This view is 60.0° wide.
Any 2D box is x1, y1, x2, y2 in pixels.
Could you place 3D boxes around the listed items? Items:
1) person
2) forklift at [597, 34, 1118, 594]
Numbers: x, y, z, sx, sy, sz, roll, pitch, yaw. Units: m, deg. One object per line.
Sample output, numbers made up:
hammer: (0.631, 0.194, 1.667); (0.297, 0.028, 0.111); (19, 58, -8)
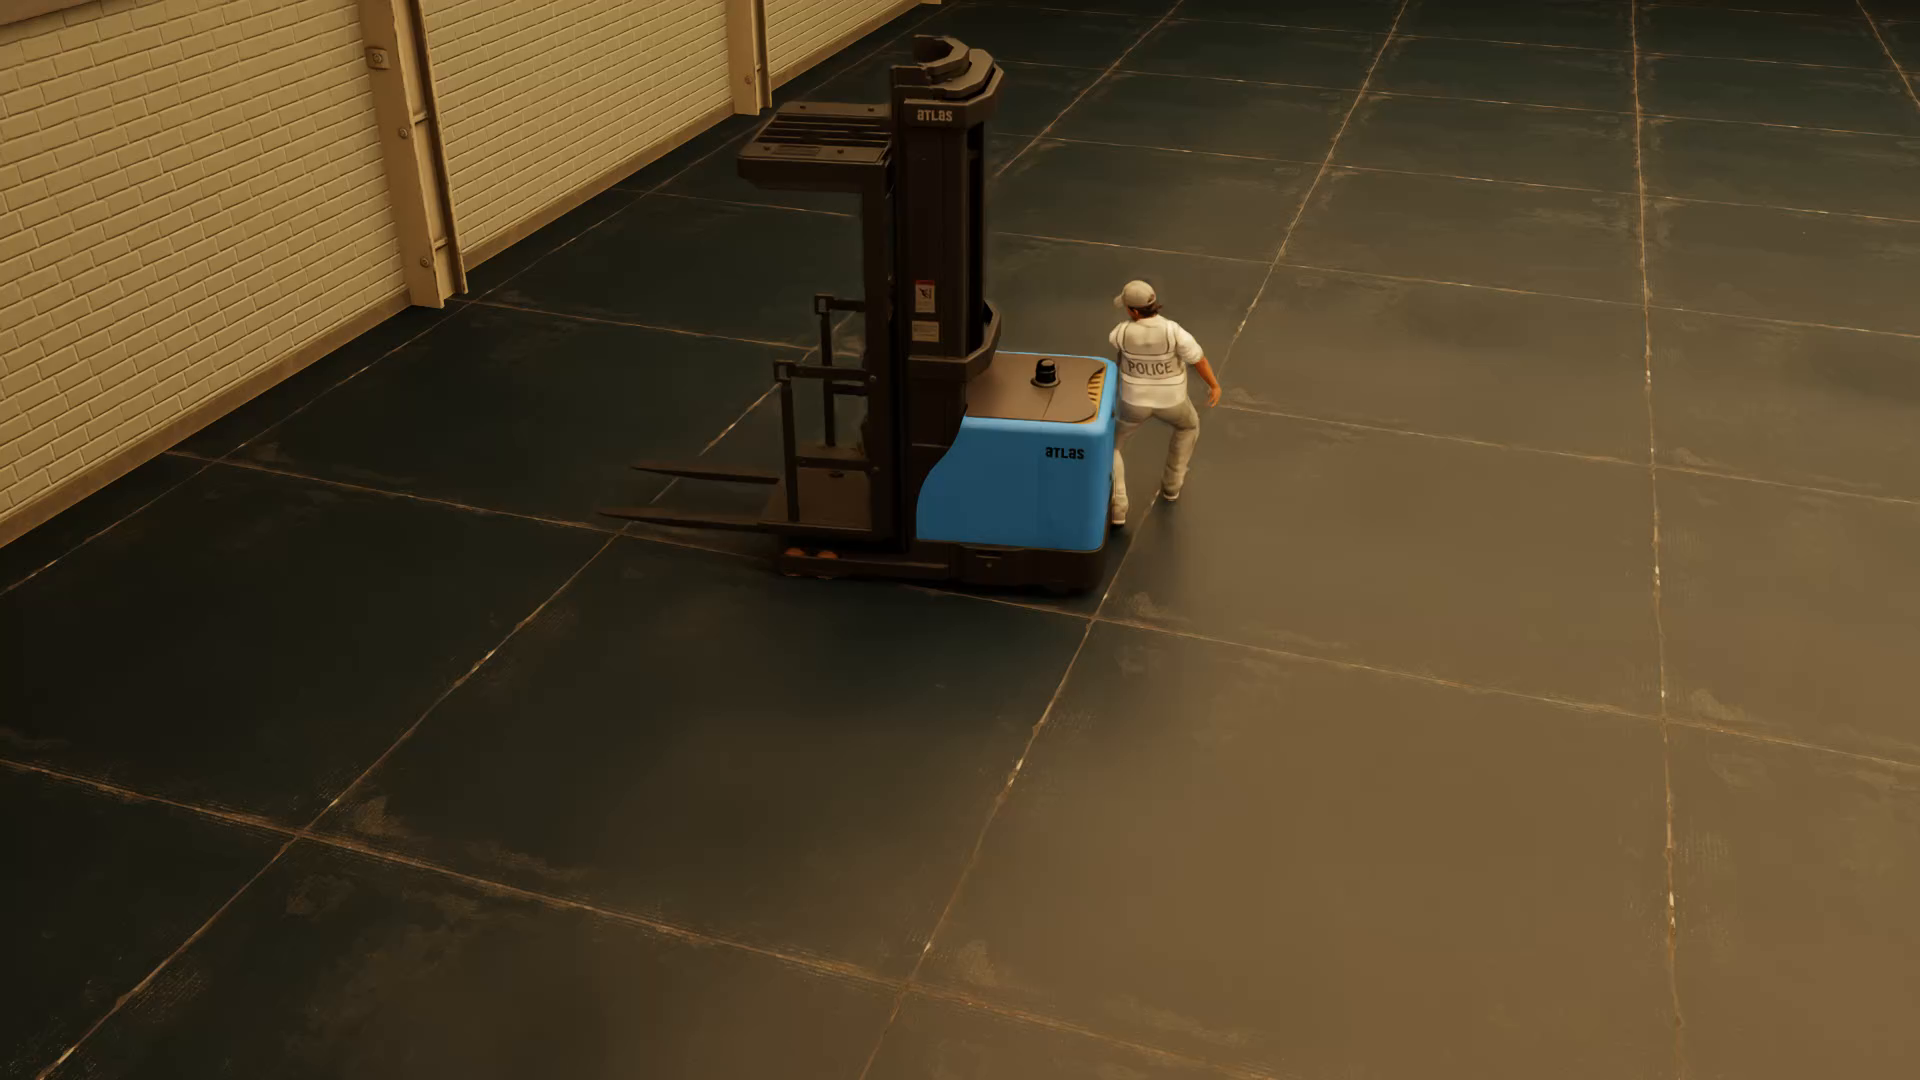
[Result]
person: (1.213, -0.896, 10.120); (0.748, 1.519, 0.804); (-1, 30, -3)
forklift: (-0.620, -1.294, 9.406); (3.031, 2.935, 1.130); (4, 30, 7)
